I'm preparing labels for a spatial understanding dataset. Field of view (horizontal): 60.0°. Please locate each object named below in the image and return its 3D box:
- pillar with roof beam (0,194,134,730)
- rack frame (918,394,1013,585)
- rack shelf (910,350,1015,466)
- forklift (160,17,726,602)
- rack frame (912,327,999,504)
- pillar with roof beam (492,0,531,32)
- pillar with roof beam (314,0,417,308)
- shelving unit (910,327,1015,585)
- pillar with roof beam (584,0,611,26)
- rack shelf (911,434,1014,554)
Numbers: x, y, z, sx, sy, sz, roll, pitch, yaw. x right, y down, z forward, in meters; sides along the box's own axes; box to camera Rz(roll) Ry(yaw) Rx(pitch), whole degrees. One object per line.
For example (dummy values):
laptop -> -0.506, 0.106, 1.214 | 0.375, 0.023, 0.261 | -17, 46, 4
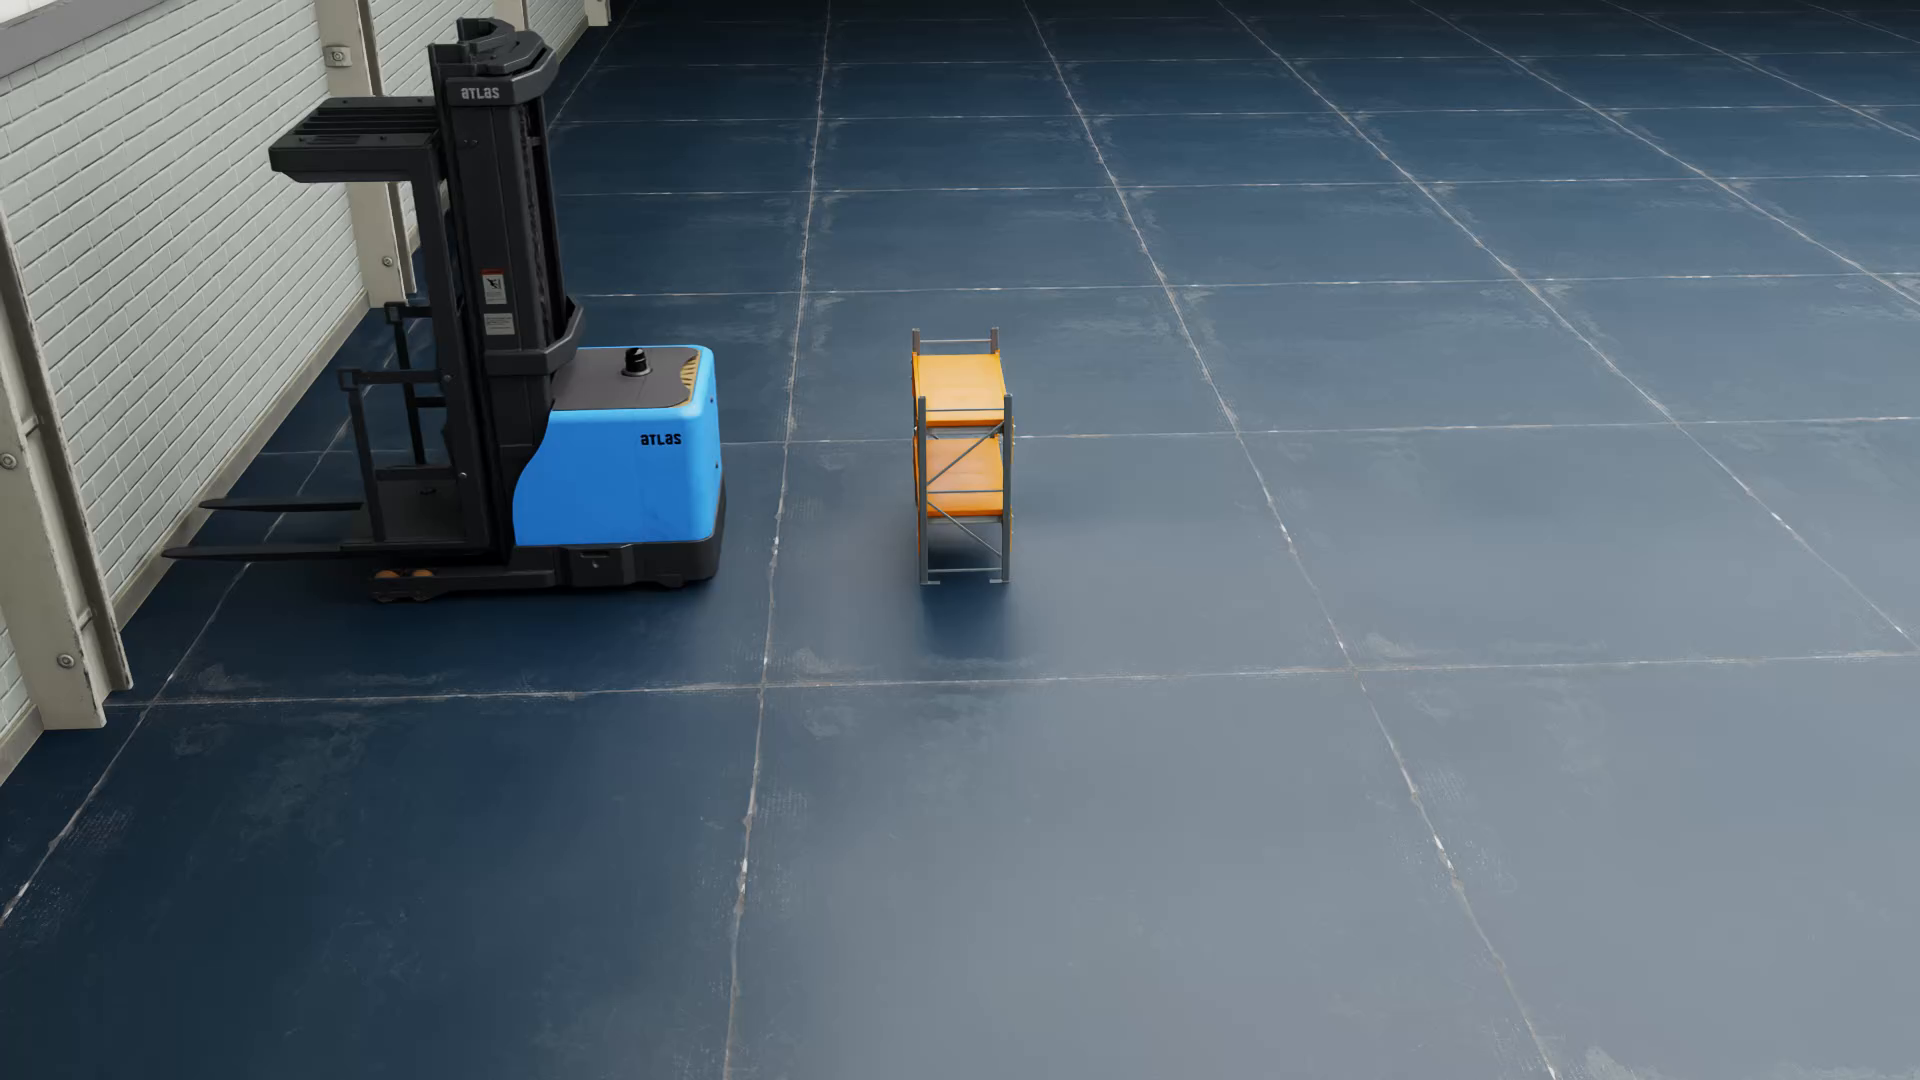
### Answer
pillar with roof beam -> 0.001, -3.276, 6.301 | 9.100, 9.000, 0.400 | -1, 28, -3
rack frame -> 0.027, -0.261, 9.034 | 0.500, 1.125, 0.032 | -1, 28, -3
rack shelf -> 0.000, -0.755, 9.349 | 0.538, 0.278, 1.000 | -1, 28, -3
forklift -> -2.891, -1.215, 8.909 | 3.031, 2.935, 1.130 | -2, 28, -3
rack frame -> -0.026, -0.730, 9.934 | 0.500, 1.125, 0.032 | -1, 28, -3
pillar with roof beam -> -0.625, -8.818, 16.926 | 9.100, 9.000, 0.400 | -1, 28, -3
pillar with roof beam -> -0.312, -6.047, 11.614 | 9.100, 9.000, 0.400 | -1, 28, -3
shelving unit -> 0.000, -0.496, 9.484 | 0.538, 1.125, 1.048 | -1, 28, -3
pillar with roof beam -> -0.939, -11.589, 22.239 | 9.100, 9.000, 0.400 | -1, 28, -3
rack shelf -> 0.000, -0.279, 9.597 | 0.538, 0.278, 1.000 | -1, 28, -3
